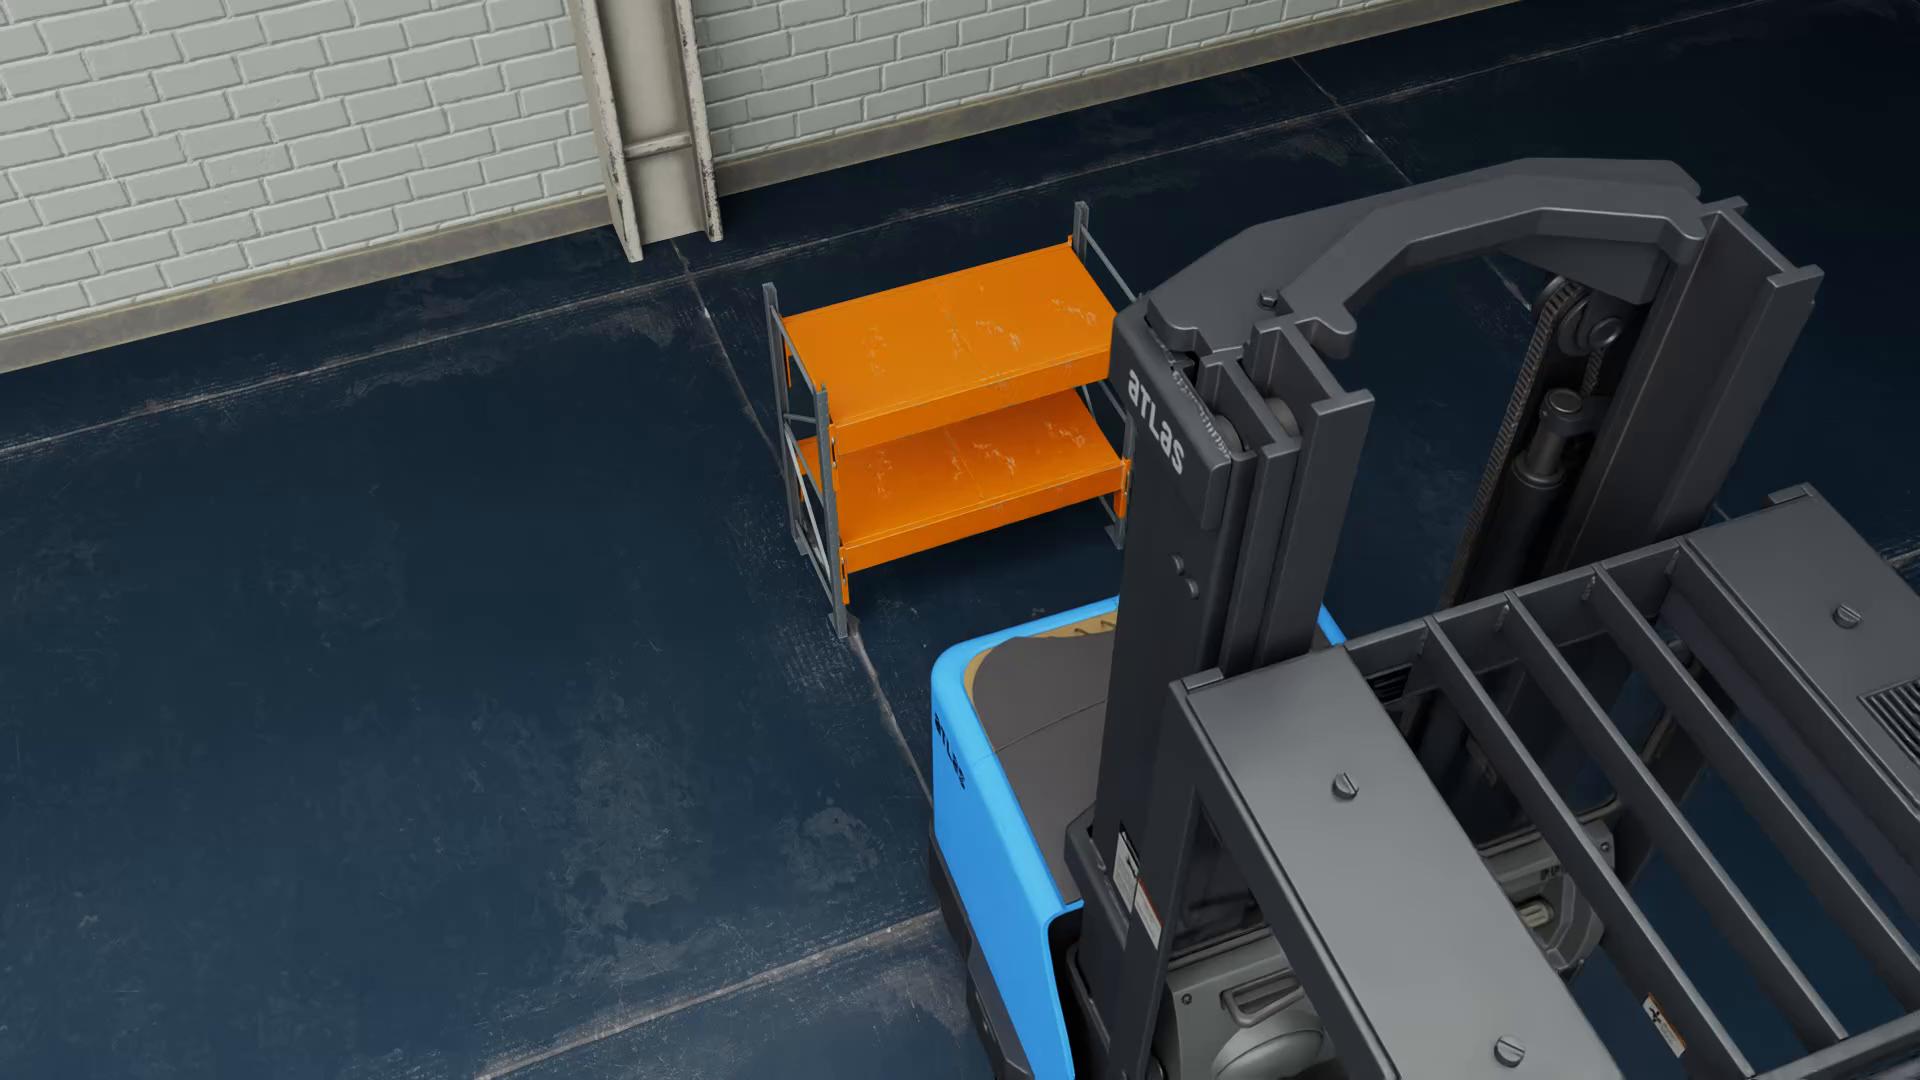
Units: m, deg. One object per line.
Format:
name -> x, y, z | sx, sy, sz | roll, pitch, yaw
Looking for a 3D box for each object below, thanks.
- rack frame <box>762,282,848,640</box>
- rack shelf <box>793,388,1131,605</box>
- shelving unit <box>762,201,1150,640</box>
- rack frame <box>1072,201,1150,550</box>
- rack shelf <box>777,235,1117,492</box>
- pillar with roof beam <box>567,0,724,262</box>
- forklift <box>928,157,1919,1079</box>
rack frame -> -0.477, -0.219, 5.196 | 0.032, 1.125, 0.500 | -17, 52, -14
rack shelf -> -0.006, -0.205, 5.507 | 1.000, 0.278, 0.538 | -17, 52, -14
shelving unit -> -0.006, -0.365, 5.322 | 1.048, 1.125, 0.538 | -17, 52, -14
rack frame -> 0.464, -0.510, 5.447 | 0.032, 1.125, 0.500 | -17, 52, -14
rack shelf -> -0.006, -0.555, 5.100 | 1.000, 0.278, 0.538 | -17, 52, -14
pillar with roof beam -> 0.422, -1.192, 0.842 | 0.400, 9.000, 9.100 | -17, 52, -14
forklift -> 0.902, 0.940, 3.011 | 1.130, 2.935, 3.031 | -16, 51, -13
